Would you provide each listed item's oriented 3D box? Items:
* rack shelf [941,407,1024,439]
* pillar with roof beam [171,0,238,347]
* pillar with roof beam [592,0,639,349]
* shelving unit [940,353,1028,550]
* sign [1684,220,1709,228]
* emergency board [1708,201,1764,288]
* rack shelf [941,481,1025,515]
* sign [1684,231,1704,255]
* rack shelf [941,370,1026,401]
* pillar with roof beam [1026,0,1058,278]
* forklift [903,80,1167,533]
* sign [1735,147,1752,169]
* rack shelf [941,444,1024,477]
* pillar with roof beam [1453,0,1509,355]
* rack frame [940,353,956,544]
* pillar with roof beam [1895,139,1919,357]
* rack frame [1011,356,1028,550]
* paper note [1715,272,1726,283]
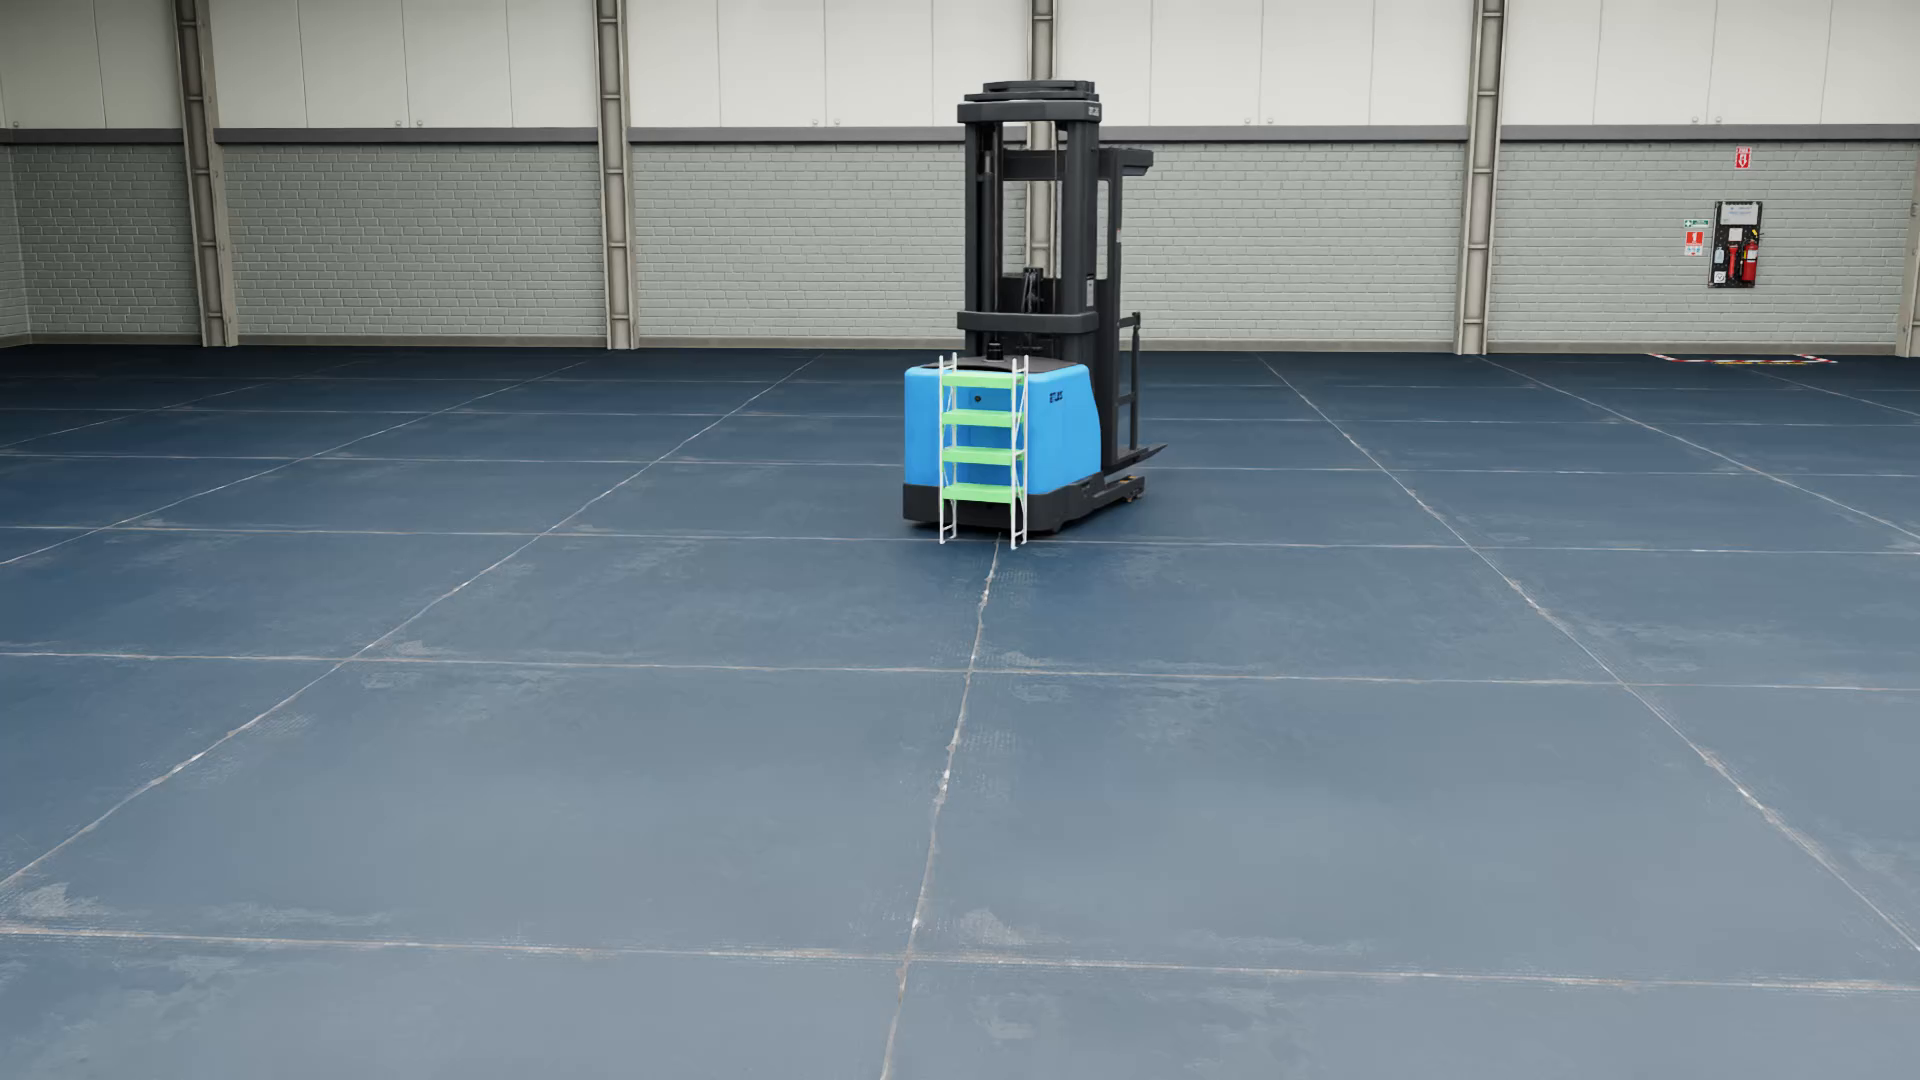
[{"bbox_3d":[0.149,-0.740,10.513,0.480,0.148,0.258,5,13,22],"label":"rack shelf"},{"bbox_3d":[-11.133,-6.378,19.278,0.400,9.000,9.100,1,12,4],"label":"pillar with roof beam"},{"bbox_3d":[-5.147,-6.295,18.886,0.400,9.000,9.100,1,12,4],"label":"pillar with roof beam"},{"bbox_3d":[0.149,-0.567,10.549,0.503,1.200,0.258,5,13,22],"label":"shelving unit"},{"bbox_3d":[10.097,-4.337,22.796,0.331,0.109,0.001,1,12,4],"label":"sign"},{"bbox_3d":[10.638,-4.034,22.726,0.643,1.169,0.194,1,12,4],"label":"emergency board"},{"bbox_3d":[0.149,-0.270,10.611,0.480,0.148,0.258,5,13,22],"label":"rack shelf"},{"bbox_3d":[10.093,-4.080,22.859,0.234,0.329,0.001,1,12,4],"label":"sign"},{"bbox_3d":[0.149,-0.974,10.464,0.480,0.148,0.258,5,13,22],"label":"rack shelf"},{"bbox_3d":[0.840,-6.213,18.493,0.400,9.000,9.100,1,12,4],"label":"pillar with roof beam"},{"bbox_3d":[0.710,-1.739,11.923,1.130,2.935,3.031,6,13,25],"label":"forklift"},{"bbox_3d":[10.636,-5.189,22.586,0.199,0.298,0.001,1,12,4],"label":"sign"},{"bbox_3d":[0.149,-0.505,10.562,0.480,0.148,0.258,5,13,22],"label":"rack shelf"},{"bbox_3d":[6.827,-6.131,18.101,0.400,9.000,9.100,1,12,4],"label":"pillar with roof beam"},{"bbox_3d":[-0.077,-0.586,10.639,0.015,1.200,0.240,5,13,22],"label":"rack frame"},{"bbox_3d":[12.813,-6.049,17.708,0.400,9.000,9.100,1,12,4],"label":"pillar with roof beam"},{"bbox_3d":[0.375,-0.548,10.459,0.015,1.200,0.240,5,13,22],"label":"rack frame"},{"bbox_3d":[10.466,-3.619,22.895,0.142,0.148,0.016,1,12,4],"label":"paper note"}]
